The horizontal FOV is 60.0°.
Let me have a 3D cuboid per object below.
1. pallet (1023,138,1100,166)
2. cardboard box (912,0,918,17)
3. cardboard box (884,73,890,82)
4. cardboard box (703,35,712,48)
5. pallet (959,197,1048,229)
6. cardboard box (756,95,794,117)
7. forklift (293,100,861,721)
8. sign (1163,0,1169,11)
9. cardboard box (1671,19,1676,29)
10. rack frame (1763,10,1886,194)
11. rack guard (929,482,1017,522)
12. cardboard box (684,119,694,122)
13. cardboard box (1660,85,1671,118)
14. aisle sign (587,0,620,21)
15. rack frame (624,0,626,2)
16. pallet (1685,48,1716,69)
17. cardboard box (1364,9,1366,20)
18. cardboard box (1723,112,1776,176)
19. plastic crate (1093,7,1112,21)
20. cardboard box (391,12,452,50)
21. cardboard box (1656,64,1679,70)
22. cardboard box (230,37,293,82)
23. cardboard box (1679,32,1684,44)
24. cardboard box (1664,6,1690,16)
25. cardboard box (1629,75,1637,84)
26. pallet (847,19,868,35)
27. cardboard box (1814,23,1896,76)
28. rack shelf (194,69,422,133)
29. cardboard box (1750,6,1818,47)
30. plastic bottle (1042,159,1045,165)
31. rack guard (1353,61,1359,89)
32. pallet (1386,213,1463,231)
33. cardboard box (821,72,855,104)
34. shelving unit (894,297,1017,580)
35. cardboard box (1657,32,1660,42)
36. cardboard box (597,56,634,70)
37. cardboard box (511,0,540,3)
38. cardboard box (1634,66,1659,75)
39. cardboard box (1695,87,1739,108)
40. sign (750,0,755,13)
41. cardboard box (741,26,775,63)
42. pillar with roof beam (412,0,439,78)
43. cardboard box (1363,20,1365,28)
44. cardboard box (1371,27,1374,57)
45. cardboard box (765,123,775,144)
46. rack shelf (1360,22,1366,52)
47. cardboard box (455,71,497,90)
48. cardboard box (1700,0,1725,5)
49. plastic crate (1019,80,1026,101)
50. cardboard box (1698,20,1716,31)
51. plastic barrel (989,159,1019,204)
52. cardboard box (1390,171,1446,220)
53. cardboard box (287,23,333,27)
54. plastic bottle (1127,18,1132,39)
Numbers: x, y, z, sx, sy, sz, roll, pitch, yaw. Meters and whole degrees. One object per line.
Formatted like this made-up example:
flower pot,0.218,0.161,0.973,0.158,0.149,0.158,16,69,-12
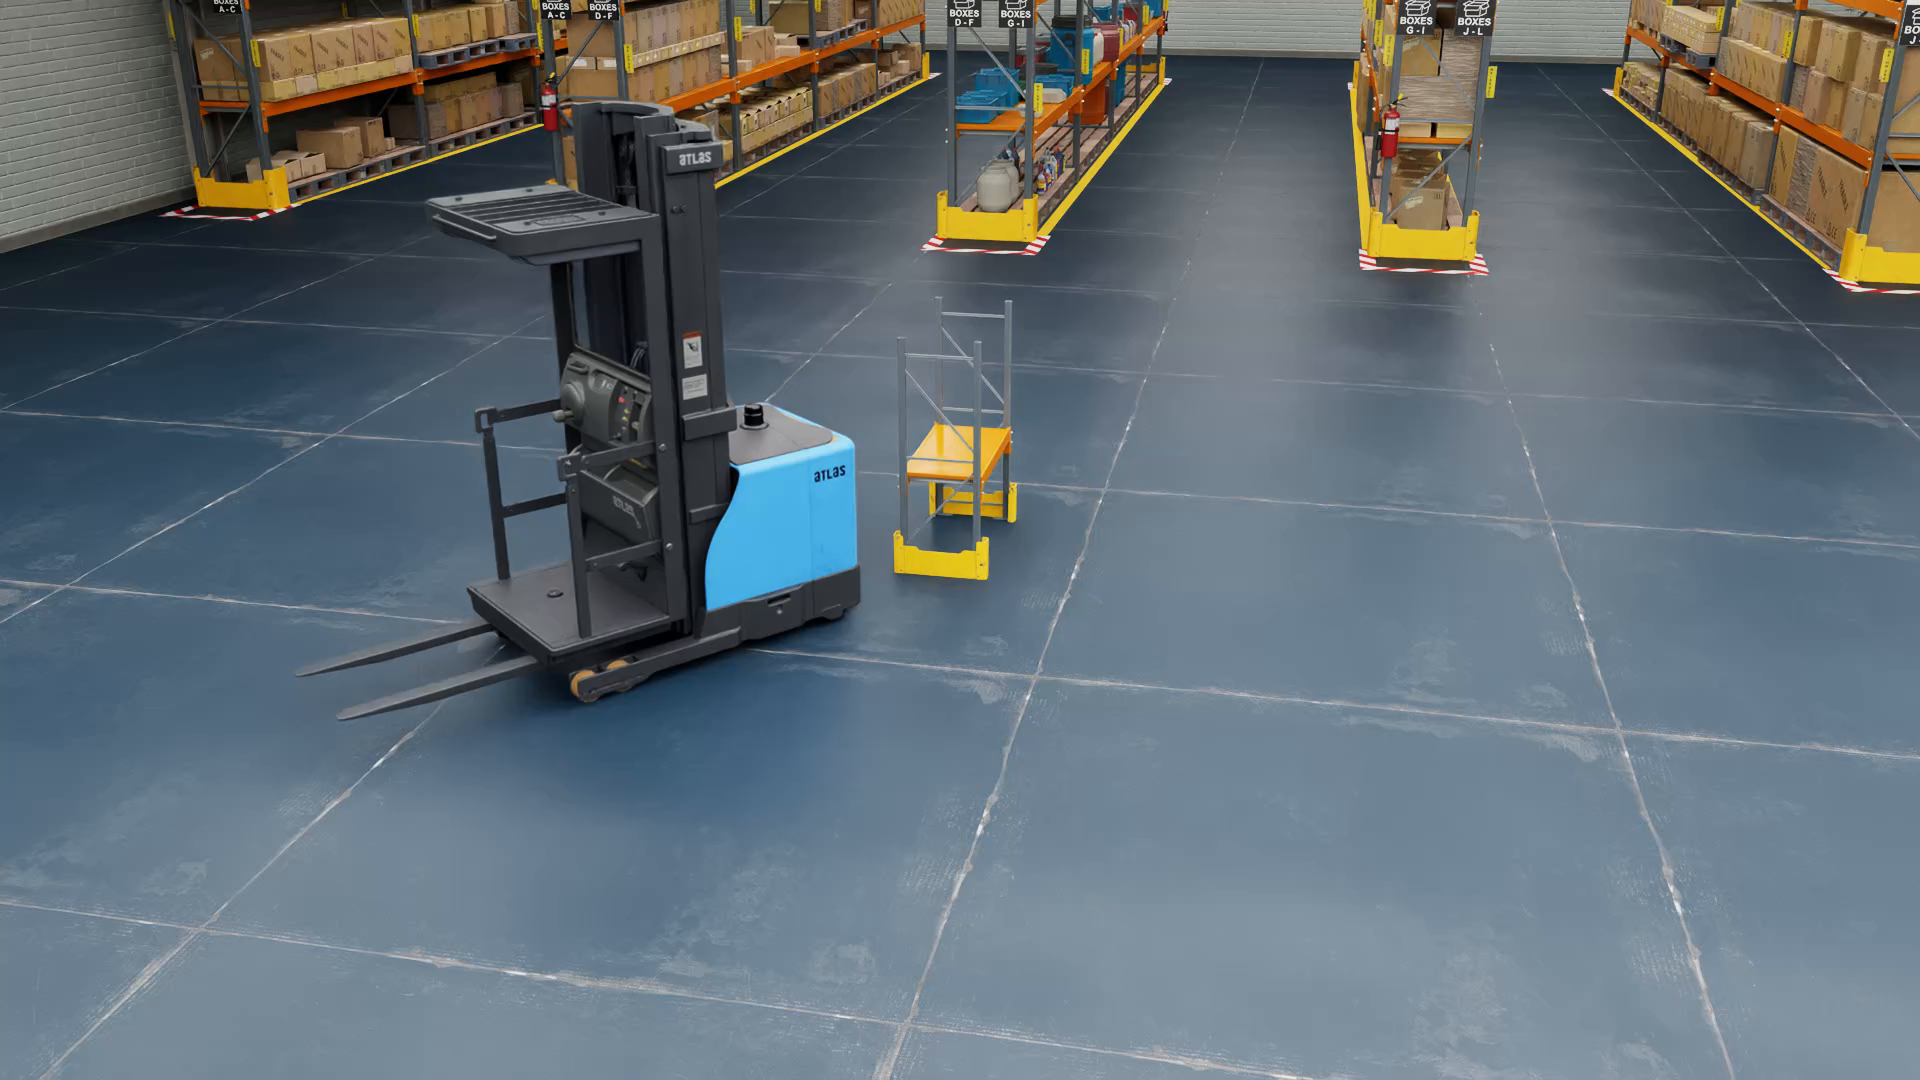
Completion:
pallet,1.541,-5.876,25.162,1.003,0.211,1.213,4,22,11
cardboard box,-1.156,-10.871,33.698,0.500,0.500,0.500,5,22,11
cardboard box,-1.580,-9.081,32.589,0.380,0.166,0.250,4,22,11
cardboard box,-3.626,-6.856,22.860,0.380,0.149,0.250,4,22,9
pallet,0.496,-4.004,20.512,1.003,0.211,1.213,4,22,11
cardboard box,-2.932,-6.868,26.259,0.500,0.311,0.500,4,22,11
forklift,-2.049,-0.728,8.739,3.031,2.935,1.130,-17,27,-35
sign,4.162,-10.860,33.586,0.100,0.325,0.005,4,22,11
cardboard box,11.801,-8.388,27.041,0.380,0.149,0.250,4,22,9
rack frame,10.855,-5.639,20.841,1.000,3.000,0.127,4,22,11
rack guard,0.086,-0.270,11.190,0.587,0.250,0.087,4,22,11
cardboard box,-3.857,-5.343,22.219,0.500,0.500,0.500,4,22,11
cardboard box,12.077,-7.350,27.873,0.500,0.500,0.500,5,23,13
aisle sign,-4.207,-6.507,19.514,0.394,0.787,0.004,4,22,11
rack frame,-6.895,-10.113,31.949,1.000,3.000,0.127,4,22,11
pallet,11.713,-7.282,25.176,1.213,0.211,1.003,4,22,11
cardboard box,7.800,-9.791,30.952,0.500,0.250,0.500,4,22,10
cardboard box,11.094,-5.377,22.639,1.050,0.750,0.750,4,22,11
plastic crate,2.565,-9.575,30.554,0.392,0.384,0.575,4,22,11
cardboard box,-8.269,-7.825,25.545,0.700,0.500,0.500,7,23,16
cardboard box,13.336,-8.876,31.335,0.380,0.149,0.250,5,22,12
cardboard box,-8.952,-6.164,21.313,0.500,0.500,0.500,4,22,11
cardboard box,11.641,-7.965,26.388,0.380,0.149,0.250,3,22,8
cardboard box,11.957,-8.810,27.692,0.380,0.149,0.250,6,23,14
cardboard box,12.713,-8.589,31.020,0.380,0.149,0.250,5,23,13
pallet,-2.314,-9.364,30.345,1.003,0.211,1.213,4,22,11
cardboard box,10.503,-5.681,19.297,0.875,0.550,0.550,4,22,11
rack shelf,-8.935,-6.122,23.002,1.077,0.370,4.000,4,22,11
cardboard box,11.366,-7.076,22.936,0.700,0.500,0.500,4,22,10
plastic bottle,1.112,-4.929,22.123,0.061,0.283,0.133,4,22,11
rack guard,8.474,-9.292,33.257,1.175,0.500,0.348,4,22,11
pallet,5.420,-3.620,19.560,1.003,0.211,1.213,4,22,11
cardboard box,-2.178,-8.029,29.532,0.500,0.500,0.500,4,22,9
shelving unit,-0.016,-0.668,10.504,0.587,1.500,1.083,4,22,11
cardboard box,12.263,-8.673,28.711,0.380,0.149,0.250,4,22,9
cardboard box,-4.202,-5.822,20.293,0.380,0.149,0.250,4,22,11
cardboard box,-7.360,-9.349,28.488,0.500,0.250,0.500,5,22,12
cardboard box,12.779,-8.721,30.951,0.380,0.149,0.250,3,22,8
cardboard box,11.554,-6.756,25.392,0.500,0.250,0.500,4,22,10
sign,-3.394,-8.812,27.275,0.100,0.325,0.005,4,22,11
cardboard box,-3.187,-7.705,25.837,0.500,0.500,0.500,3,22,8
pillar with roof beam,-4.609,-10.695,25.364,9.100,9.000,0.400,4,22,11
cardboard box,7.761,-9.659,31.158,0.380,0.149,0.250,4,22,10
cardboard box,6.695,-7.763,25.980,0.500,0.500,0.500,5,23,13
cardboard box,-3.143,-6.235,25.439,0.500,0.250,0.500,4,22,9
rack shelf,8.061,-9.378,31.087,1.077,0.370,4.000,4,22,11
cardboard box,-7.984,-7.572,27.392,0.500,0.250,0.500,5,22,12
cardboard box,12.818,-9.360,28.208,0.500,0.500,0.500,5,22,12
plastic crate,0.618,-5.859,21.669,0.450,0.188,0.662,4,22,11
cardboard box,11.376,-7.762,25.090,0.380,0.149,0.250,4,22,10
plastic barrel,0.517,-4.440,20.630,0.421,0.512,0.421,0,22,0
cardboard box,5.436,-4.075,19.741,0.500,0.500,0.500,11,24,25
cardboard box,-9.044,-6.948,23.261,0.500,0.500,0.500,5,22,12
plastic bottle,2.937,-8.974,29.186,0.144,0.351,0.185,4,22,11
